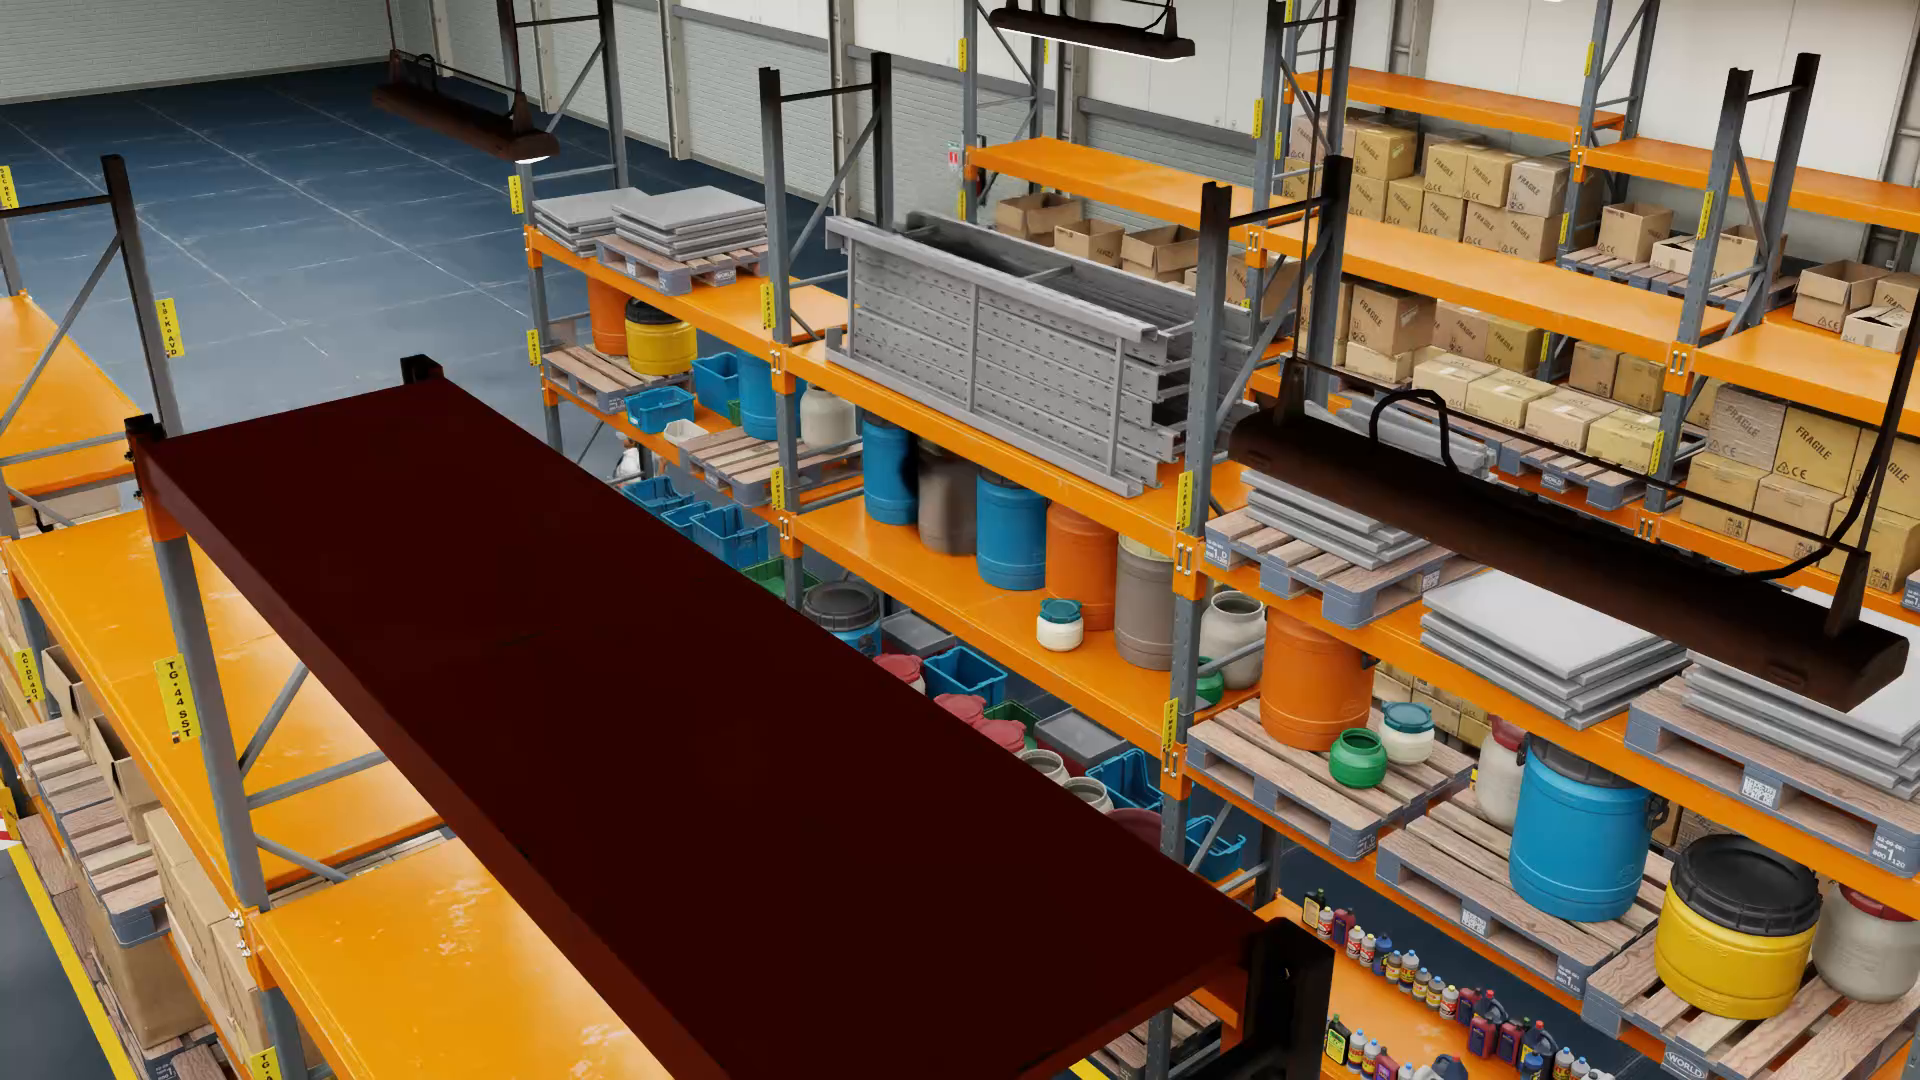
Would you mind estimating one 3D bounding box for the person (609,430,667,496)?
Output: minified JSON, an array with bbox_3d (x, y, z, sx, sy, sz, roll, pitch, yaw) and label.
[{"bbox_3d":[-3.364,-0.462,17.329,0.670,1.625,0.596,2,26,4],"label":"person"}]
